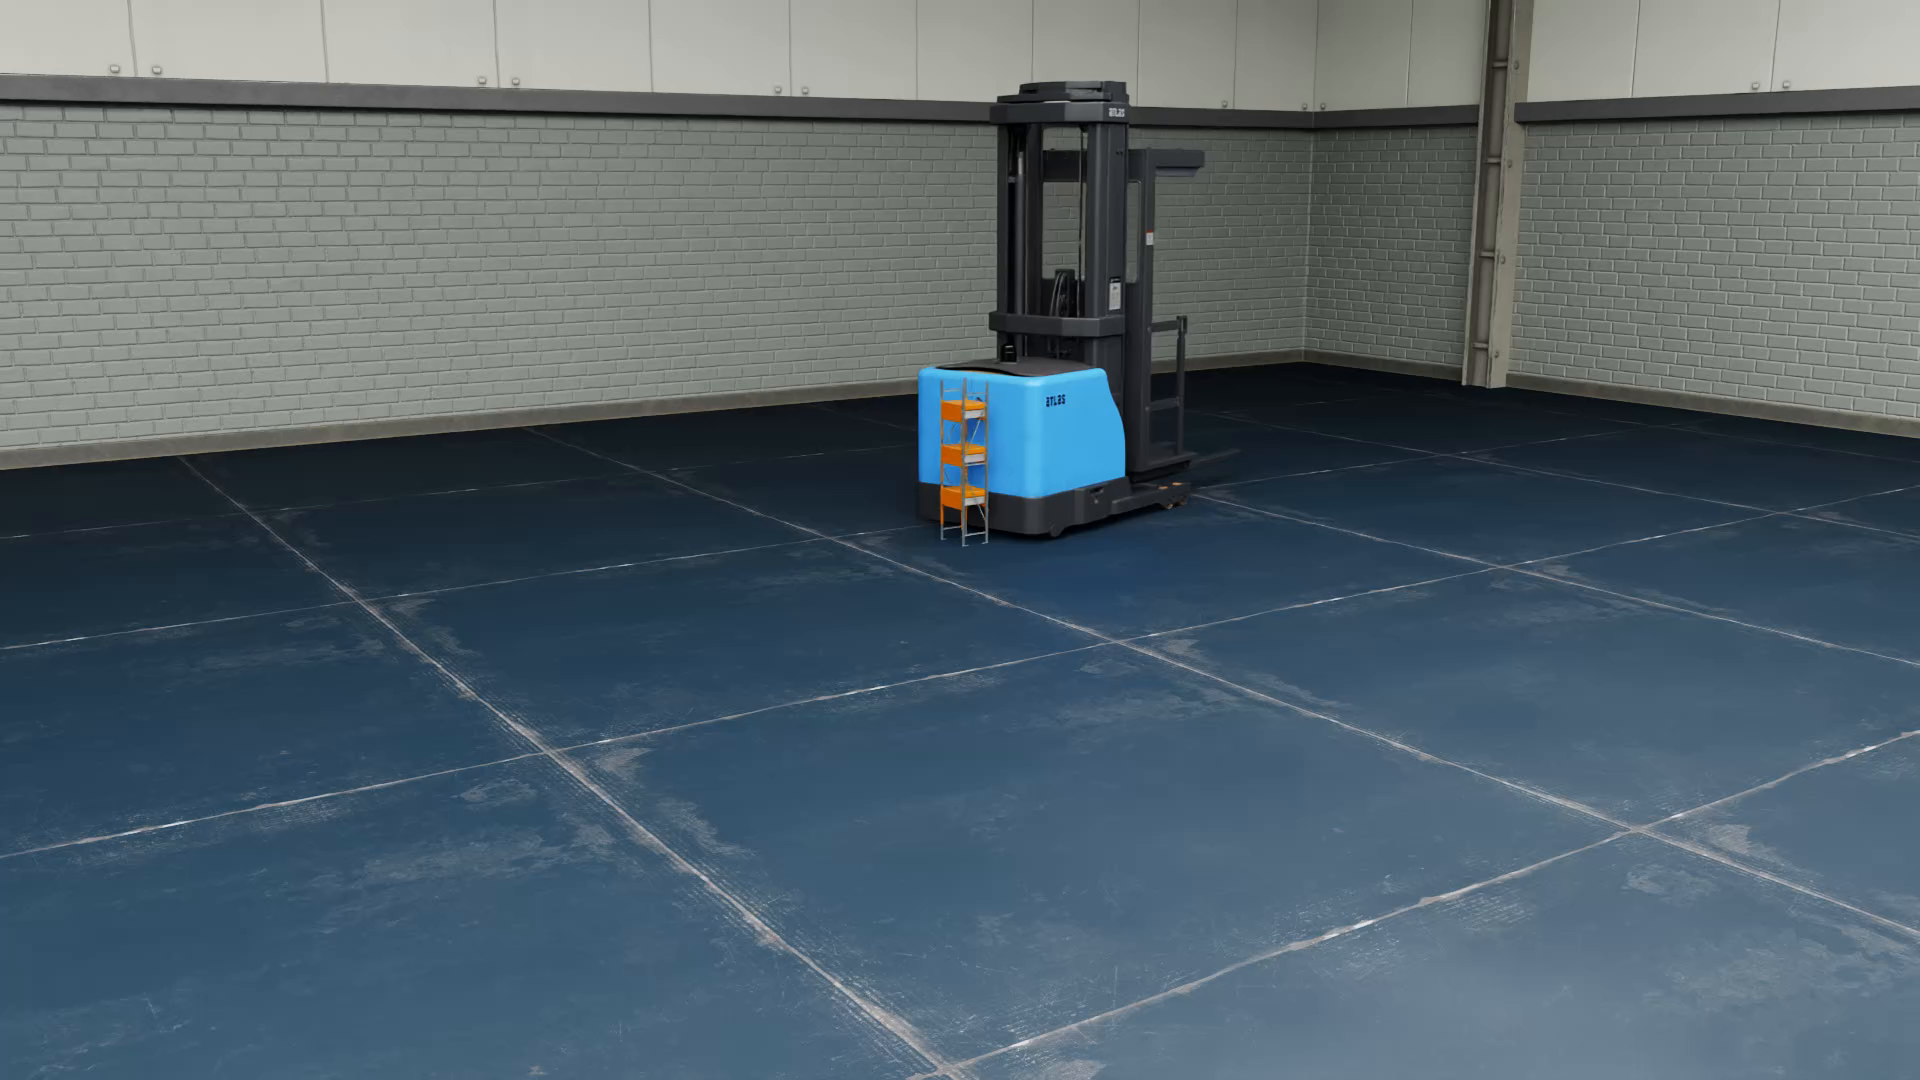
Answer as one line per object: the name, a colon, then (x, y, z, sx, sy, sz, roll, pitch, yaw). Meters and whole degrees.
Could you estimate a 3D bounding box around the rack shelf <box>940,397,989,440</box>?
rack shelf: (0.028, -0.770, 10.645, 0.215, 0.259, 0.240, -8, 15, -34)

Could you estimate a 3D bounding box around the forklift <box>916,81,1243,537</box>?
forklift: (1.017, -1.709, 11.815, 1.130, 2.935, 3.031, 10, 16, 38)

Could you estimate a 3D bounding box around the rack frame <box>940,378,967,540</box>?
rack frame: (-0.042, -0.524, 10.801, 0.200, 1.050, 0.008, -8, 15, -34)

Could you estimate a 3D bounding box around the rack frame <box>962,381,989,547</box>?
rack frame: (0.097, -0.482, 10.605, 0.200, 1.050, 0.008, -8, 15, -34)

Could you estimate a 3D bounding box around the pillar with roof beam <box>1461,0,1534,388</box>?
pillar with roof beam: (2.364, -5.639, 15.582, 9.100, 9.000, 0.400, -8, 15, -33)

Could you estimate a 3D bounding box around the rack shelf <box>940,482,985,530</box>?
rack shelf: (0.027, -0.221, 10.764, 0.215, 0.259, 0.240, -8, 15, -34)

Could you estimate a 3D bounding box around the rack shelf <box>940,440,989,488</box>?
rack shelf: (0.028, -0.493, 10.705, 0.215, 0.259, 0.240, -8, 15, -34)

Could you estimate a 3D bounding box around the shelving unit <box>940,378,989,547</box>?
shelving unit: (0.028, -0.503, 10.703, 0.215, 1.050, 0.252, -8, 15, -34)
